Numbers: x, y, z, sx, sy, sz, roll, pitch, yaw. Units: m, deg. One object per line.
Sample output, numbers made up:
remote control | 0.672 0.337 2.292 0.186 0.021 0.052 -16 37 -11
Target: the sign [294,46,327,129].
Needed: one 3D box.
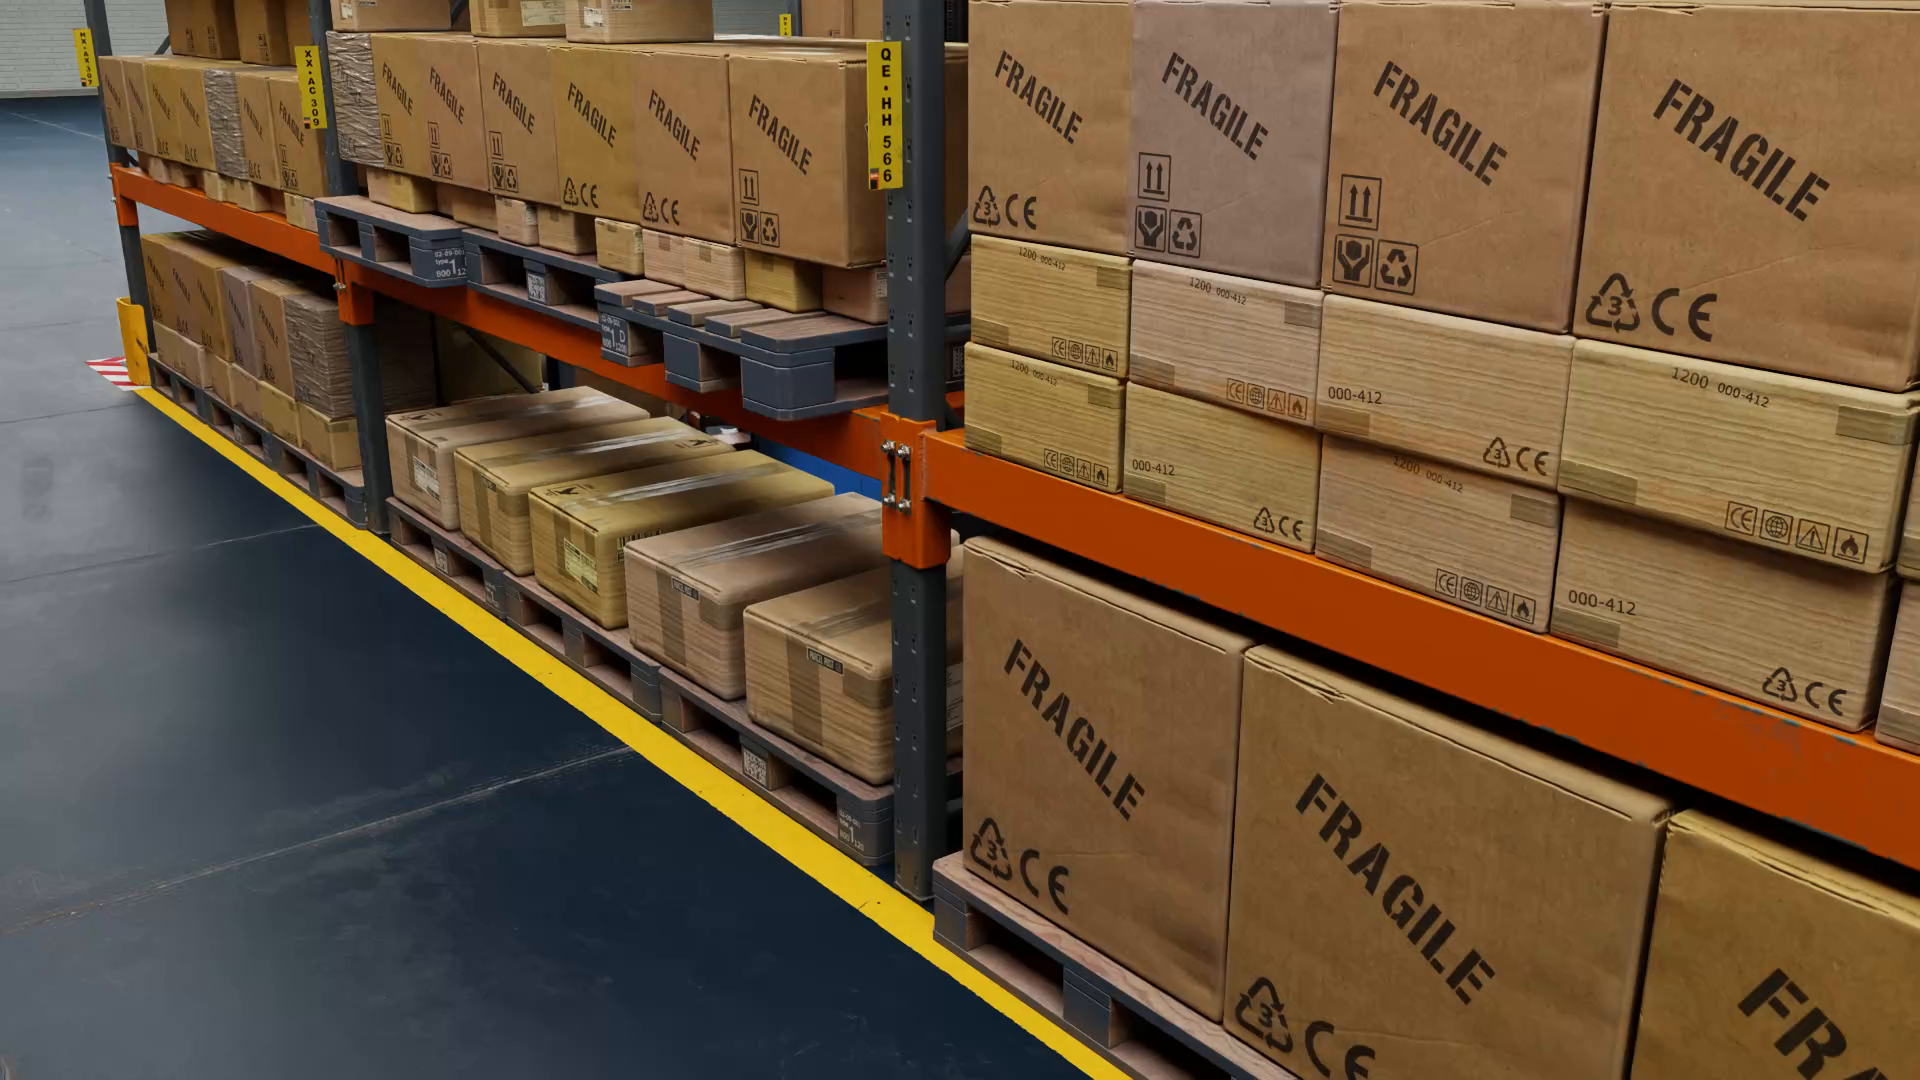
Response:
sign | -2.653 -1.852 6.807 0.100 0.325 0.005 -14 23 -36

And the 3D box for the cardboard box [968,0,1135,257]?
cardboard box | 0.366 -0.916 3.608 0.500 0.500 0.500 -15 23 -38

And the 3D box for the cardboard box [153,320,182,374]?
cardboard box | -4.432 -1.176 9.848 0.500 0.250 0.500 -14 23 -37

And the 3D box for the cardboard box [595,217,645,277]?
cardboard box | -0.883 -0.912 5.077 0.380 0.149 0.250 -13 23 -35

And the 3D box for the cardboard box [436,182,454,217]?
cardboard box | -1.753 -1.313 6.288 0.380 0.149 0.250 -12 22 -33

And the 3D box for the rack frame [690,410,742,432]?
rack frame | -1.058 -0.570 7.164 0.240 1.200 0.006 -9 20 -24

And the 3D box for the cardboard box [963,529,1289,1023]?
cardboard box | 0.615 0.432 3.997 0.875 0.875 0.875 -14 23 -37

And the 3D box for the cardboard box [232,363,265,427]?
cardboard box | -3.461 -0.792 8.688 0.500 0.250 0.500 -14 23 -35

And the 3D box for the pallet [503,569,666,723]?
pallet | -0.986 0.267 6.220 1.003 0.211 1.213 -14 23 -36

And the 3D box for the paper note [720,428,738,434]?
paper note | -1.224 -0.603 9.135 0.148 0.019 0.142 -14 23 -36

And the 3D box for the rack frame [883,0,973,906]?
rack frame | 0.251 -0.563 4.292 1.000 3.000 0.127 -14 23 -36

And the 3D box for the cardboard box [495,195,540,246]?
cardboard box | -1.349 -1.105 5.658 0.380 0.149 0.250 -13 22 -34

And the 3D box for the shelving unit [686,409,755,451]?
shelving unit | -1.019 -0.544 7.085 0.258 1.200 0.189 -9 20 -24

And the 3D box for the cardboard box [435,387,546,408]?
cardboard box | -2.387 -0.641 8.233 0.500 0.250 0.500 -15 24 -39

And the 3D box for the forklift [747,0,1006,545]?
forklift | 0.606 -1.436 7.036 3.031 2.935 1.130 -4 19 -12

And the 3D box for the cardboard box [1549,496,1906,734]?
cardboard box | 1.321 0.052 2.672 0.500 0.250 0.500 -14 23 -36

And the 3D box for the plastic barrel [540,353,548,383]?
plastic barrel | -2.247 -1.098 10.005 0.512 0.421 0.421 1 18 2

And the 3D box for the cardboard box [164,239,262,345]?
cardboard box | -4.088 -1.398 9.326 0.500 0.500 0.500 -15 24 -38

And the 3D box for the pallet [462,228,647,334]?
pallet | -1.010 -0.952 5.771 1.003 0.211 1.213 -14 23 -36

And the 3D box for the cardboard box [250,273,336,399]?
cardboard box | -3.127 -1.017 8.176 0.500 0.500 0.500 -13 23 -35

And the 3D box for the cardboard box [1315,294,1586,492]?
cardboard box | 0.992 -0.304 2.951 0.500 0.250 0.500 -14 23 -36

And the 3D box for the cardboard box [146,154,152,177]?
cardboard box | -4.398 -2.151 9.485 0.380 0.149 0.250 -15 23 -38

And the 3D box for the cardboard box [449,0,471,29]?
cardboard box | -2.335 -2.363 7.504 0.700 0.500 0.500 -14 23 -37

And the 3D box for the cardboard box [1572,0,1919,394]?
cardboard box | 1.301 -0.540 2.473 0.500 0.500 0.500 -14 23 -35

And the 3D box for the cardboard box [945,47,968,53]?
cardboard box | 0.153 -1.107 4.635 0.500 0.500 0.500 -15 23 -38

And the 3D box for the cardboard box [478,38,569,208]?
cardboard box | -1.231 -1.393 5.498 0.500 0.500 0.500 -15 24 -38

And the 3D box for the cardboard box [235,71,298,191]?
cardboard box | -3.028 -1.924 7.769 0.500 0.500 0.500 -13 22 -34

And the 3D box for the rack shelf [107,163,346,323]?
rack shelf | -3.474 -1.700 8.870 1.077 0.370 4.000 -14 23 -36

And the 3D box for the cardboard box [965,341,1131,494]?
cardboard box | 0.358 -0.322 3.803 0.500 0.250 0.500 -14 23 -37

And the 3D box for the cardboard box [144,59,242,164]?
cardboard box | -3.998 -2.300 8.905 0.500 0.500 0.500 -15 23 -37

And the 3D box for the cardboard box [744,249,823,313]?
cardboard box | -0.360 -0.730 4.527 0.380 0.149 0.250 -14 23 -35

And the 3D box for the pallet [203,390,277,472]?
pallet | -3.439 -0.685 9.094 1.003 0.211 1.213 -14 23 -36

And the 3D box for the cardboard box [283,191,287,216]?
cardboard box | -2.932 -1.589 7.789 0.380 0.149 0.250 -14 23 -36

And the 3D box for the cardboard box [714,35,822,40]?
cardboard box | -0.815 -1.489 5.786 0.500 0.500 0.500 -15 24 -38

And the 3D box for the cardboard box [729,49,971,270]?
cardboard box | -0.249 -1.009 4.338 0.500 0.500 0.500 -15 23 -38

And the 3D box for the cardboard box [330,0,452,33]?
cardboard box | -2.217 -2.060 6.480 0.380 0.149 0.250 -14 23 -36

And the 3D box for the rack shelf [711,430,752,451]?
rack shelf | -1.017 -0.388 7.138 0.258 0.103 0.180 -9 20 -24

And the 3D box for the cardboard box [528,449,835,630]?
cardboard box | -1.022 -0.025 6.177 0.950 0.372 0.625 -13 22 -34

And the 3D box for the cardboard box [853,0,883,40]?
cardboard box | -0.284 -3.893 12.391 0.875 0.550 0.550 -14 23 -36

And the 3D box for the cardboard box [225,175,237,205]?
cardboard box | -3.440 -1.768 8.330 0.380 0.149 0.250 -14 23 -37

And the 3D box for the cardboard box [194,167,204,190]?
cardboard box | -3.878 -1.968 8.935 0.380 0.149 0.250 -13 22 -34

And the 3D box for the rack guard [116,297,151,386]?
rack guard | -4.669 -1.329 10.582 1.175 0.500 0.348 -14 23 -36

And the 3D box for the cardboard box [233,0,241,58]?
cardboard box | -3.522 -2.883 9.074 0.700 0.500 0.500 -14 23 -37

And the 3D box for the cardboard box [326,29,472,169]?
cardboard box | -2.166 -1.766 6.622 0.500 0.500 0.500 -13 23 -35
